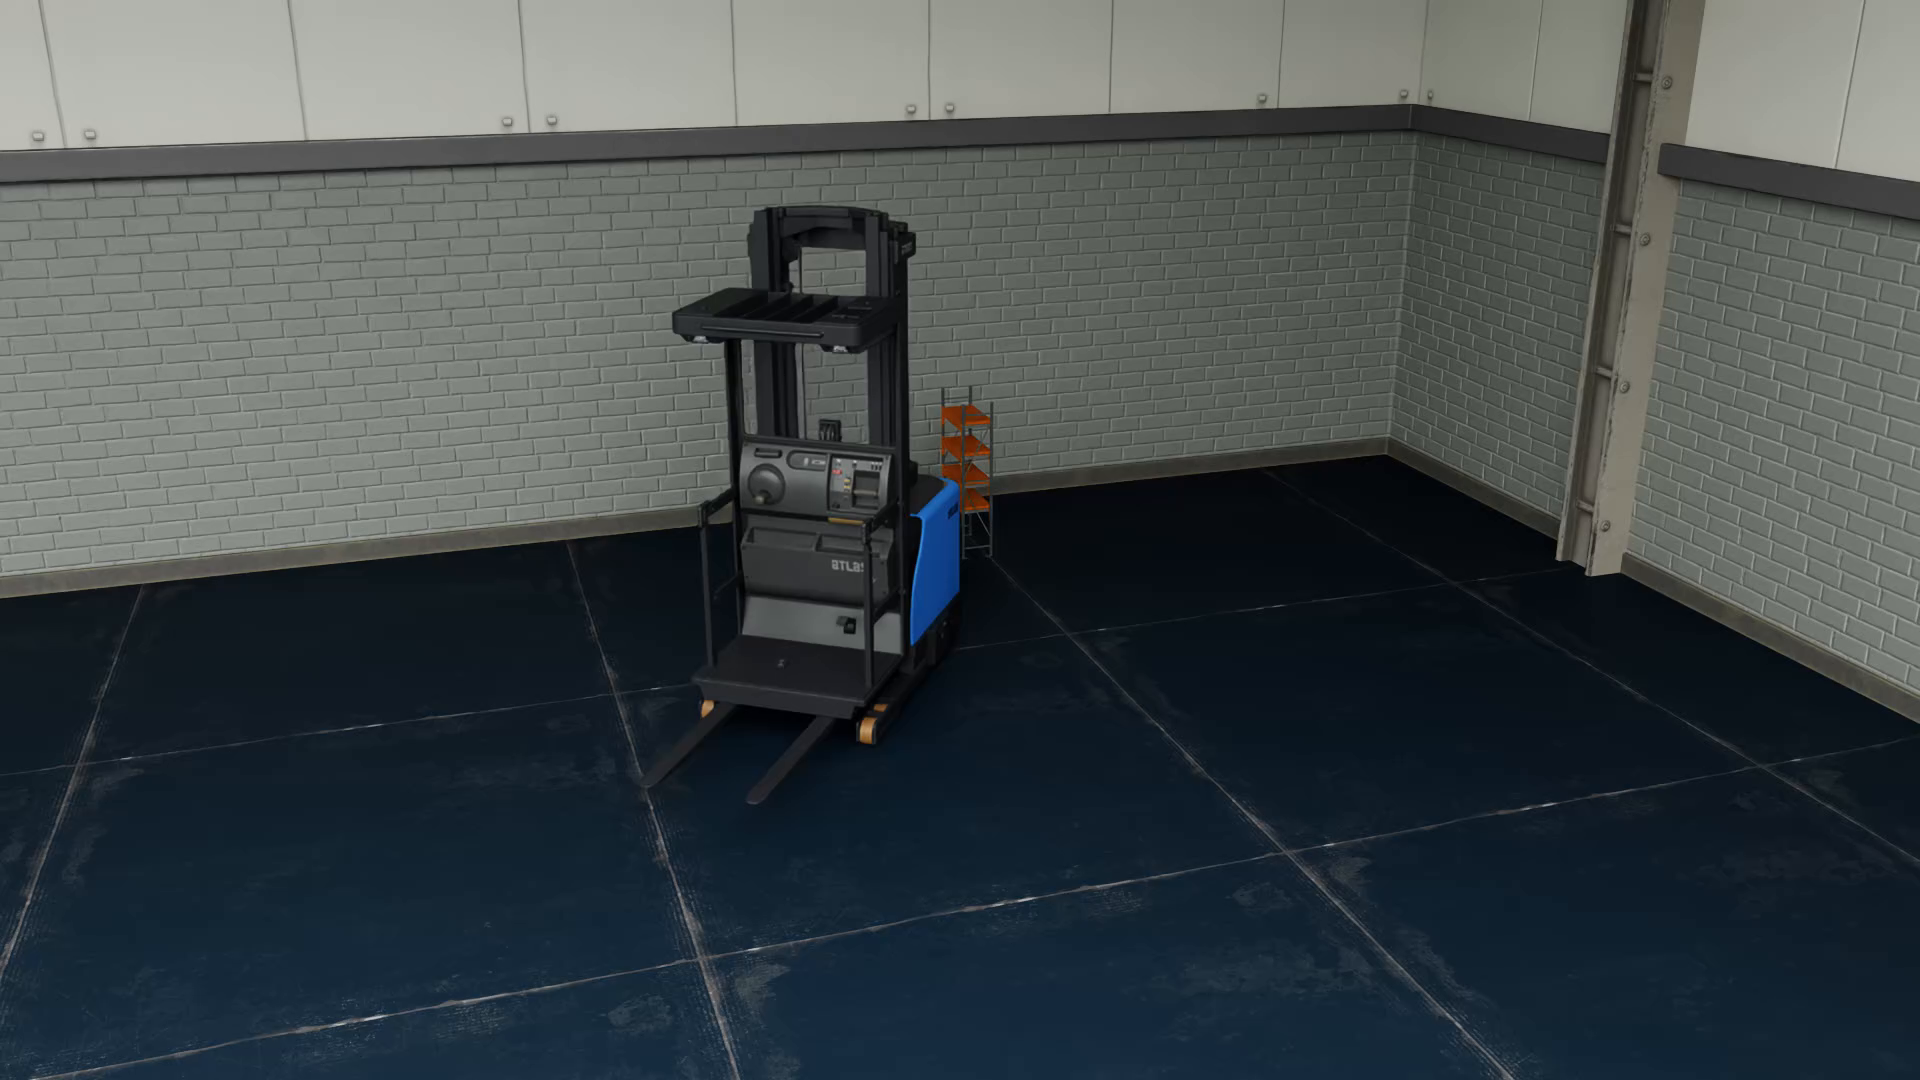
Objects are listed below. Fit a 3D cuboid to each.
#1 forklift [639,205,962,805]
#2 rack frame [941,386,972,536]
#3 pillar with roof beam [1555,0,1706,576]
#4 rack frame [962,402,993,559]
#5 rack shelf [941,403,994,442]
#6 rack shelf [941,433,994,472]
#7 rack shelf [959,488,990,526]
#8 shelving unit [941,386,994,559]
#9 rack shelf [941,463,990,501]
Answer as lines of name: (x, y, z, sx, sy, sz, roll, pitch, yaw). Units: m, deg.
forklift: (-0.910, -0.342, 9.534, 1.130, 2.935, 3.031, 6, 21, 16)
rack frame: (-0.025, -0.590, 12.784, 0.240, 1.200, 0.015, -6, 21, -17)
pillar with roof beam: (0.603, -3.590, 9.600, 9.100, 9.000, 0.400, -6, 21, -17)
rack frame: (0.129, -0.433, 12.348, 0.240, 1.200, 0.015, -6, 21, -17)
rack shelf: (0.052, -0.881, 12.433, 0.258, 0.148, 0.480, -6, 21, -17)
rack shelf: (0.052, -0.659, 12.513, 0.258, 0.148, 0.480, -6, 21, -17)
rack shelf: (0.052, -0.261, 12.656, 0.258, 0.148, 0.480, -6, 21, -17)
shelving unit: (0.052, -0.512, 12.566, 0.258, 1.200, 0.503, -6, 21, -17)
rack shelf: (0.052, -0.448, 12.589, 0.258, 0.148, 0.480, -6, 21, -17)
